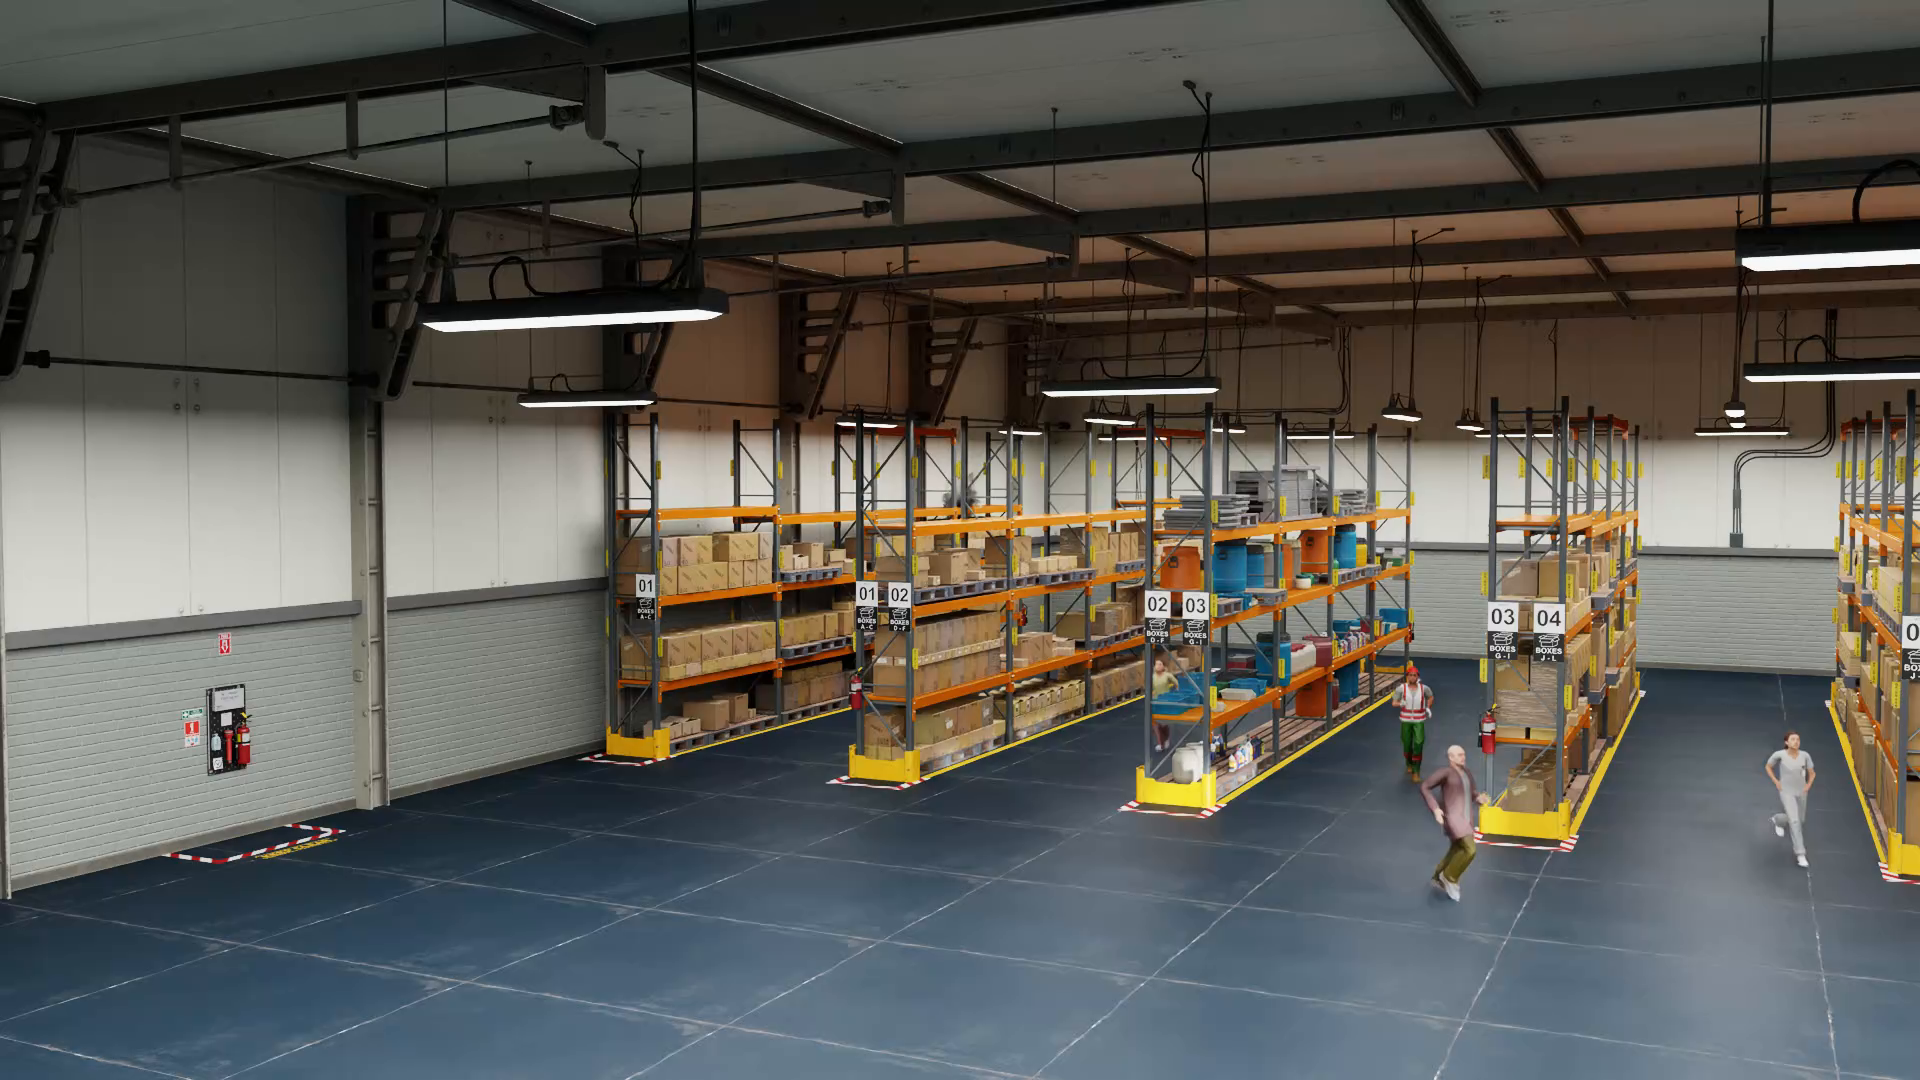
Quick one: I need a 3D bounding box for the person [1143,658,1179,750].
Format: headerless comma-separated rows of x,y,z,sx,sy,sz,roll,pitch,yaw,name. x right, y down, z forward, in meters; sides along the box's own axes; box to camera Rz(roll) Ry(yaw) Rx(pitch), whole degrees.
3.552,2.926,29.544,0.630,1.641,0.551,1,3,19,person

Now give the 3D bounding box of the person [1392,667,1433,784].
7.299,2.954,26.835,0.636,1.821,0.843,1,3,17,person

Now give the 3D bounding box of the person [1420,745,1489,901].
5.824,3.300,19.435,0.684,1.790,0.761,-2,3,-41,person

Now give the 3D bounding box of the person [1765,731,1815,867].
10.746,3.290,21.487,0.540,1.663,1.072,0,2,0,person
